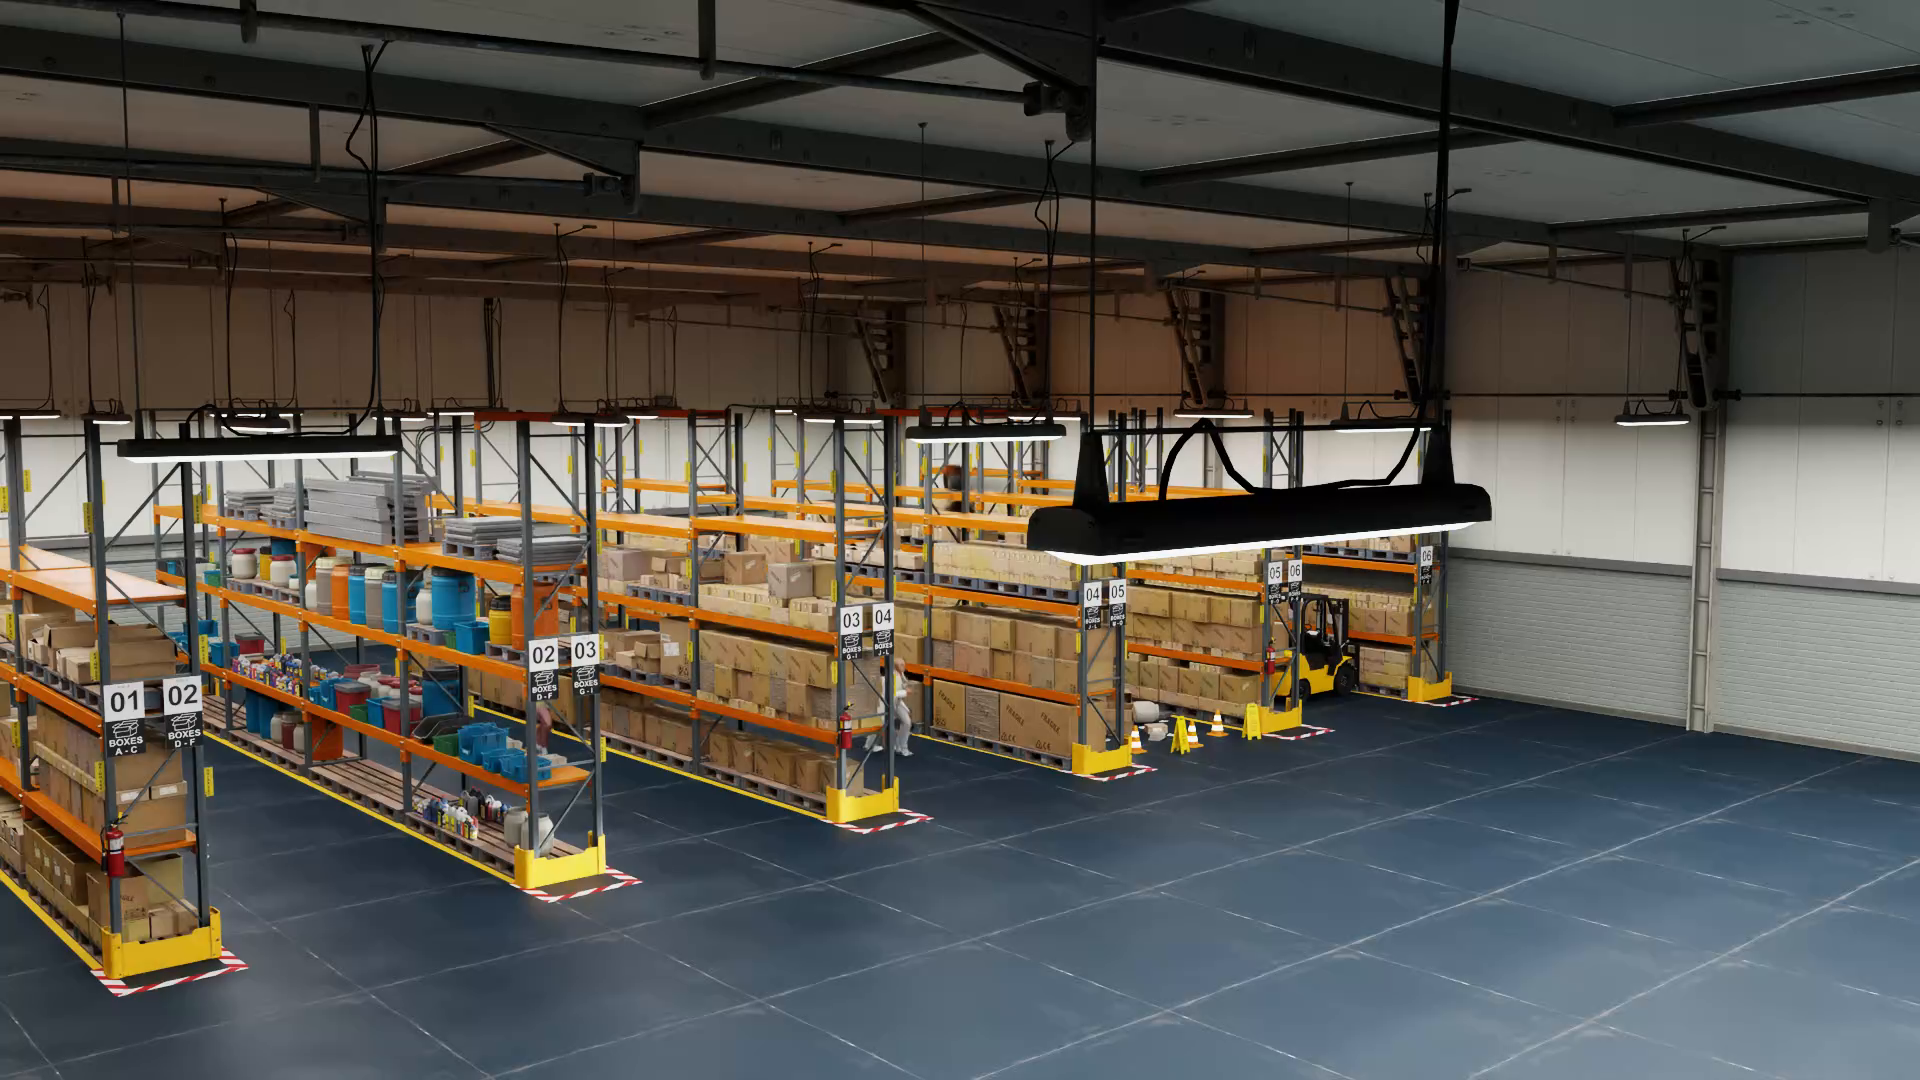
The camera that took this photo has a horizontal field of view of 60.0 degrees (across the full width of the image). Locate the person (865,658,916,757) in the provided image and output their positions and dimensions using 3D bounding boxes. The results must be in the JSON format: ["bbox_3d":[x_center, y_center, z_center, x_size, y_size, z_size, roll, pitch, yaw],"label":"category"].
[{"bbox_3d":[-1.193,2.919,29.087,1.058,1.758,0.701,3,6,32],"label":"person"}]

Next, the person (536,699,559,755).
[{"bbox_3d":[-7.339,2.956,29.198,0.791,1.668,0.527,4,6,38],"label":"person"}]
